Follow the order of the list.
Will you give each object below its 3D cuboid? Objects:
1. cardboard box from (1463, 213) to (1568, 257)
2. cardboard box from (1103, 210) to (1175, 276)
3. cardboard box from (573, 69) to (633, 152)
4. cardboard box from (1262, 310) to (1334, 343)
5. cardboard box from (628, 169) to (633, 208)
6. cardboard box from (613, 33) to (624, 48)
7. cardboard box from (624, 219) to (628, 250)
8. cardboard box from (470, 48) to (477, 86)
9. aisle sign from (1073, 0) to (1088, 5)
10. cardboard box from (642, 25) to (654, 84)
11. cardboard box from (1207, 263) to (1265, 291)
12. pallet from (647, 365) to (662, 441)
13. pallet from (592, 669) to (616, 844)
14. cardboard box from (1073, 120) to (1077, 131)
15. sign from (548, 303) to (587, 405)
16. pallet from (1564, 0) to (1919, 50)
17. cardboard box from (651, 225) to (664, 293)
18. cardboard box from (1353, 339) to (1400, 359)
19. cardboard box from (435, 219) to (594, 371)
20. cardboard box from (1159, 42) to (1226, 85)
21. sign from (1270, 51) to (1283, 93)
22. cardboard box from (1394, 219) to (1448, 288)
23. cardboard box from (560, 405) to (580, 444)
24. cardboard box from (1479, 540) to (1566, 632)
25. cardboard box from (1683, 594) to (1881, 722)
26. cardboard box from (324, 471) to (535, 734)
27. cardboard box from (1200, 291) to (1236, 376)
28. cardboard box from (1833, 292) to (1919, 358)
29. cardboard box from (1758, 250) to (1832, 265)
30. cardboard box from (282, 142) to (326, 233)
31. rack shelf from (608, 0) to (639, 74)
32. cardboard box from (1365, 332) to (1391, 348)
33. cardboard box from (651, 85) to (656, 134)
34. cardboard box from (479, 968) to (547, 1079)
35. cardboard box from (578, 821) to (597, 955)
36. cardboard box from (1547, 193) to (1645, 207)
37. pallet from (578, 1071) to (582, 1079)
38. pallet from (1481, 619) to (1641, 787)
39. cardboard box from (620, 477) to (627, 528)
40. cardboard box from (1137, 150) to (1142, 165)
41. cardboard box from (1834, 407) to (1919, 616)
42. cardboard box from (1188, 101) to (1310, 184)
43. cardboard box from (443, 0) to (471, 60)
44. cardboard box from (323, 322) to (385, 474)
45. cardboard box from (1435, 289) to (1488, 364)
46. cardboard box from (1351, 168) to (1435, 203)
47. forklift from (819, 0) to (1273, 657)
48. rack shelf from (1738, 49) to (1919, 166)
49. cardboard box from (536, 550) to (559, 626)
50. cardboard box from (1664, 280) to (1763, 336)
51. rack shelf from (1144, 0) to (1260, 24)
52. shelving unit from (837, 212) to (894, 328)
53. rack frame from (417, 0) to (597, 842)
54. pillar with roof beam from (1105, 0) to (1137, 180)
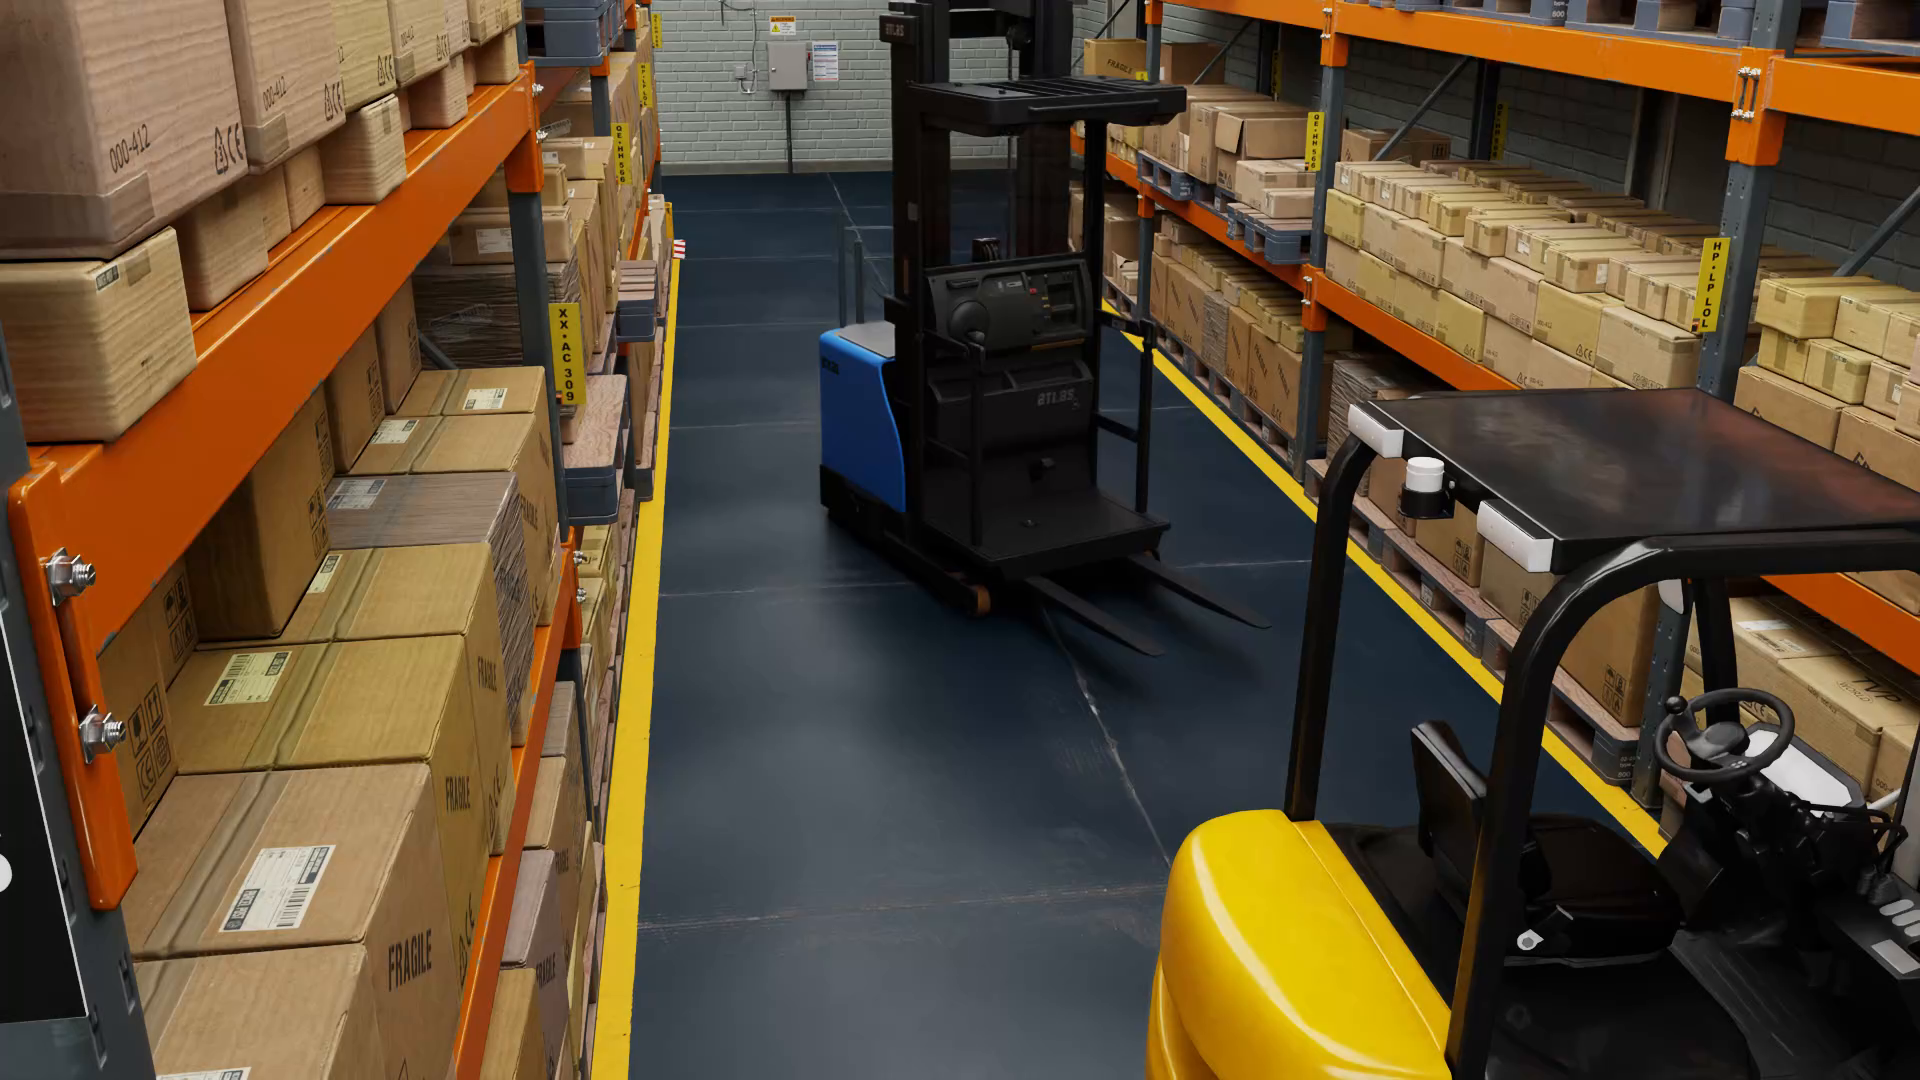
[{"bbox_3d":[2.532,-1.391,7.584,0.380,0.149,0.250,-3,21,-9],"label":"cardboard box"},{"bbox_3d":[1.628,-2.711,15.161,0.700,0.500,0.500,-4,21,-10],"label":"cardboard box"},{"bbox_3d":[-2.397,-2.762,10.753,0.500,0.500,0.500,-3,21,-7],"label":"cardboard box"},{"bbox_3d":[2.161,-1.370,10.643,0.380,0.149,0.250,-4,21,-11],"label":"cardboard box"},{"bbox_3d":[-2.320,-2.242,10.432,0.500,0.250,0.500,-3,21,-8],"label":"cardboard box"},{"bbox_3d":[-2.724,-3.864,12.777,0.380,0.149,0.250,-3,21,-9],"label":"cardboard box"},{"bbox_3d":[-2.272,-1.827,10.034,0.500,0.250,0.500,-4,21,-9],"label":"cardboard box"},{"bbox_3d":[-1.485,-1.255,4.361,0.380,0.149,0.250,-3,21,-7],"label":"cardboard box"},{"bbox_3d":[1.099,-5.786,16.705,0.394,0.787,0.004,-3,21,-8],"label":"aisle sign"},{"bbox_3d":[-3.102,-4.489,15.375,0.500,0.500,0.500,-3,21,-8],"label":"cardboard box"},{"bbox_3d":[2.015,-1.918,12.109,0.380,0.149,0.250,-2,21,-6],"label":"cardboard box"},{"bbox_3d":[-2.570,-0.930,11.404,1.003,0.211,1.213,-3,21,-8],"label":"pallet"},{"bbox_3d":[-1.896,0.884,6.548,1.003,0.211,1.213,-3,21,-8],"label":"pallet"},{"bbox_3d":[1.306,-4.049,16.128,0.380,0.149,0.250,-2,21,-6],"label":"cardboard box"},{"bbox_3d":[-1.246,-0.589,5.268,0.100,0.325,0.005,-3,21,-8],"label":"sign"},{"bbox_3d":[2.989,-2.025,6.337,0.805,0.209,1.217,-4,21,-10],"label":"pallet"},{"bbox_3d":[-3.049,-2.452,14.556,0.875,0.438,0.875,-4,21,-9],"label":"cardboard box"},{"bbox_3d":[2.769,-0.975,10.513,0.500,0.500,0.500,-2,21,-6],"label":"cardboard box"},{"bbox_3d":[-1.639,-0.886,6.133,0.500,0.500,0.500,-3,21,-8],"label":"cardboard box"},{"bbox_3d":[2.025,-4.124,14.688,0.500,0.500,0.500,-3,21,-9],"label":"cardboard box"},{"bbox_3d":[2.525,-3.746,13.304,0.100,0.325,0.005,-3,21,-8],"label":"sign"},{"bbox_3d":[2.504,-1.432,8.263,0.500,0.250,0.500,-3,21,-9],"label":"cardboard box"},{"bbox_3d":[-1.549,-0.439,5.864,0.380,0.149,0.250,-3,21,-7],"label":"cardboard box"},{"bbox_3d":[2.939,0.062,7.557,0.875,0.625,0.625,-3,21,-8],"label":"cardboard box"},{"bbox_3d":[2.889,0.402,5.754,0.500,0.250,0.500,-3,21,-9],"label":"cardboard box"},{"bbox_3d":[-1.312,0.159,3.934,0.500,0.500,0.500,-2,21,-6],"label":"cardboard box"},{"bbox_3d":[2.046,-1.485,11.877,0.500,0.500,0.500,-4,21,-10],"label":"cardboard box"},{"bbox_3d":[3.026,-0.684,5.266,0.380,0.149,0.250,-3,21,-7],"label":"cardboard box"},{"bbox_3d":[3.269,-1.070,6.724,0.380,0.149,0.250,-3,21,-8],"label":"cardboard box"},{"bbox_3d":[-1.165,-0.543,2.455,0.380,0.149,0.250,-4,21,-9],"label":"cardboard box"},{"bbox_3d":[-2.647,-3.299,10.502,1.077,0.370,4.000,-3,21,-8],"label":"rack shelf"},{"bbox_3d":[2.786,-1.316,10.497,0.380,0.149,0.250,-2,21,-5],"label":"cardboard box"},{"bbox_3d":[-3.039,-3.849,15.091,0.500,0.500,0.500,-2,21,-6],"label":"cardboard box"},{"bbox_3d":[-1.196,1.316,3.664,0.500,0.500,0.500,-3,21,-7],"label":"cardboard box"},{"bbox_3d":[-1.431,1.129,5.235,0.500,0.250,0.500,-2,21,-5],"label":"cardboard box"},{"bbox_3d":[3.109,-1.602,8.149,0.380,0.149,0.250,-3,21,-9],"label":"cardboard box"},{"bbox_3d":[-1.471,1.807,4.075,1.003,0.211,1.213,-3,21,-8],"label":"pallet"},{"bbox_3d":[2.985,0.648,7.178,1.003,0.211,1.213,-3,21,-8],"label":"pallet"},{"bbox_3d":[-2.287,-0.308,8.908,0.950,0.372,0.625,-4,21,-11],"label":"cardboard box"},{"bbox_3d":[1.680,-3.155,13.734,0.380,0.149,0.250,-3,21,-7],"label":"cardboard box"},{"bbox_3d":[3.026,-0.105,5.068,0.500,0.500,0.500,-3,21,-7],"label":"cardboard box"},{"bbox_3d":[2.012,-2.788,11.651,0.700,0.500,0.500,-3,21,-8],"label":"cardboard box"},{"bbox_3d":[-1.319,-1.136,3.472,0.500,0.250,0.500,-3,21,-9],"label":"cardboard box"},{"bbox_3d":[-1.881,-0.466,4.181,0.700,0.500,0.500,-3,21,-7],"label":"cardboard box"},{"bbox_3d":[2.597,-1.021,7.878,0.500,0.250,0.500,-2,21,-6],"label":"cardboard box"},{"bbox_3d":[2.347,-1.923,9.007,0.380,0.149,0.250,-2,21,-7],"label":"cardboard box"},{"bbox_3d":[0.371,-1.175,8.173,1.130,2.935,3.031,-12,23,-28],"label":"forklift"},{"bbox_3d":[3.418,-0.780,3.760,1.077,0.370,4.000,-3,21,-8],"label":"rack shelf"},{"bbox_3d":[-1.391,0.147,4.896,0.380,0.149,0.250,-2,21,-7],"label":"cardboard box"},{"bbox_3d":[2.860,-0.862,6.168,0.380,0.149,0.250,-2,21,-6],"label":"cardboard box"},{"bbox_3d":[1.688,-4.935,14.884,1.077,0.370,4.000,-3,21,-8],"label":"rack shelf"},{"bbox_3d":[-0.440,-1.196,10.274,0.538,1.500,1.048,-3,21,-9],"label":"shelving unit"},{"bbox_3d":[-1.782,-0.153,5.339,1.000,3.000,0.127,-3,21,-8],"label":"rack frame"},{"bbox_3d":[-2.357,-8.132,18.127,9.100,9.000,0.400,-3,21,-8],"label":"pillar with roof beam"}]
